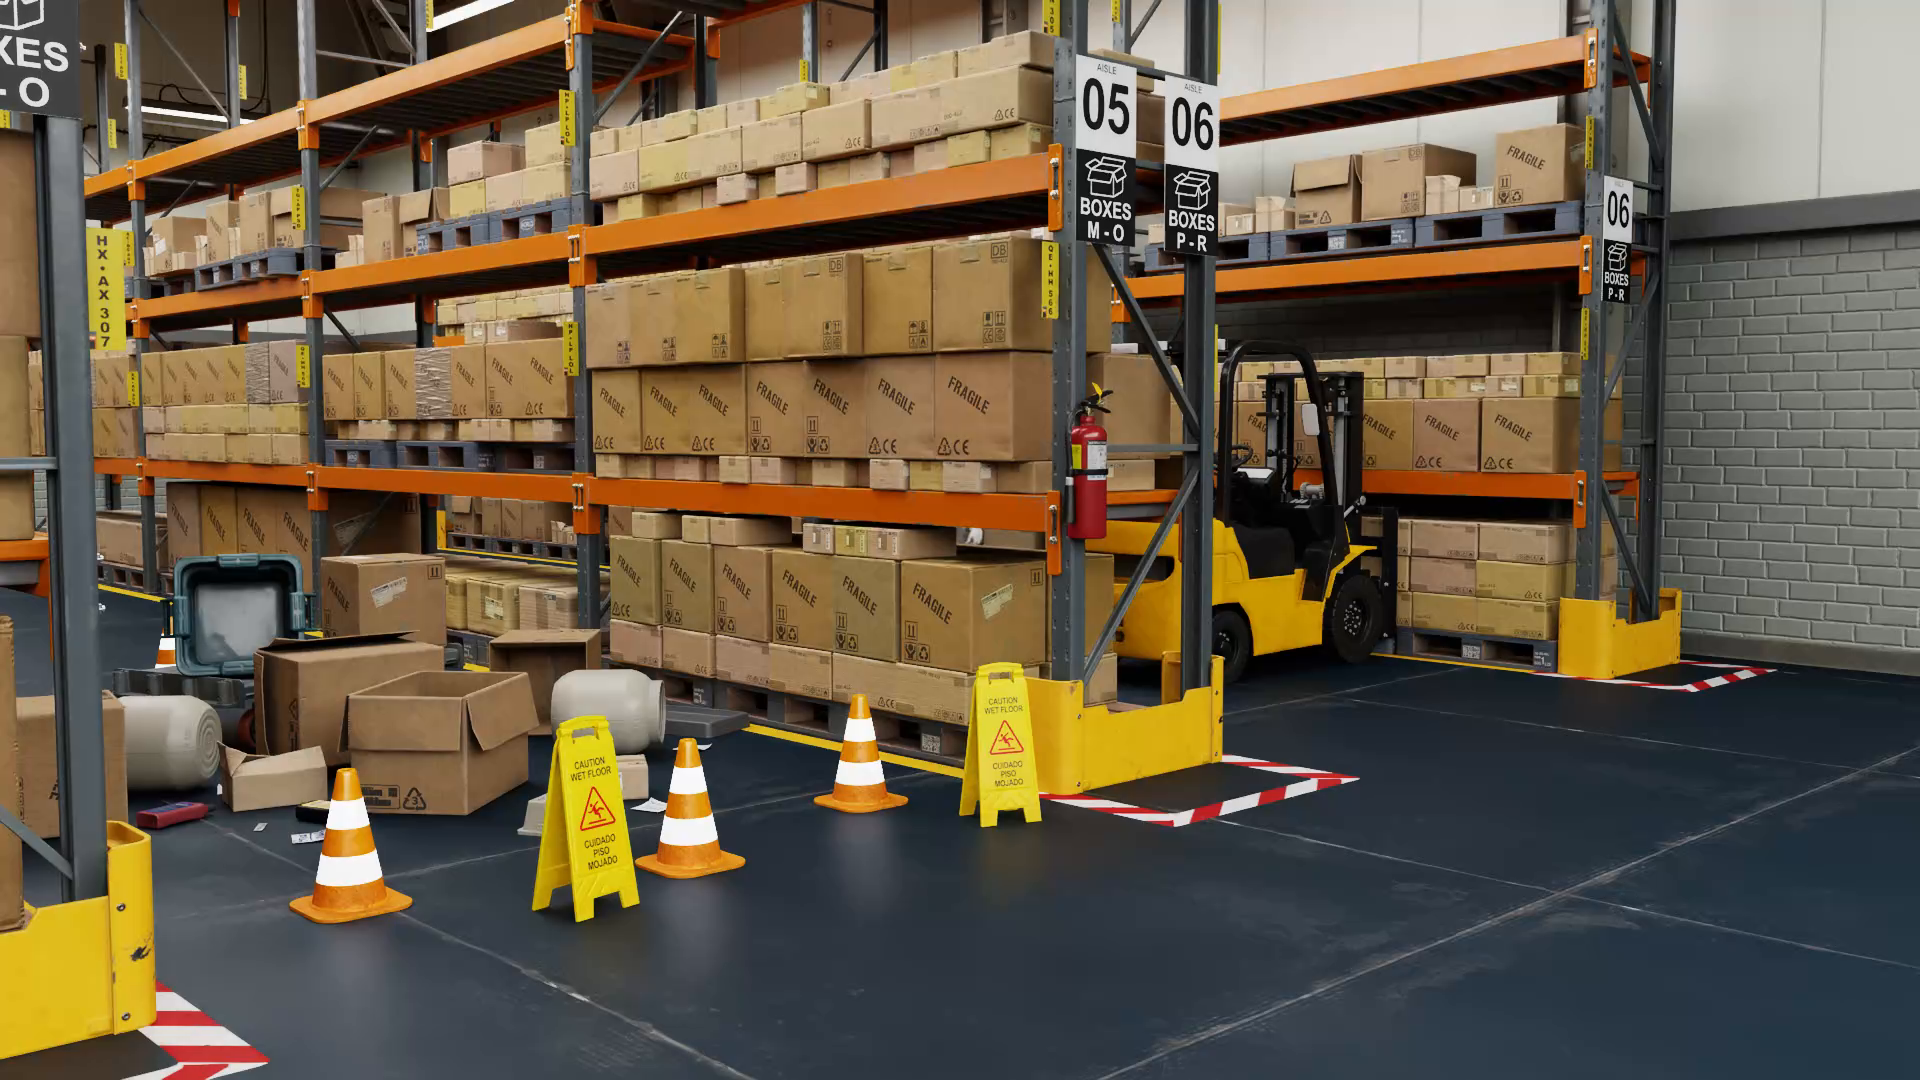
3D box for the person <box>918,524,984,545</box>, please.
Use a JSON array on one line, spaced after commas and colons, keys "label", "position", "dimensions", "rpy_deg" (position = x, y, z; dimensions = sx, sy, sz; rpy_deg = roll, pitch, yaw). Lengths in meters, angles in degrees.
[{"label": "person", "position": [-0.162, -0.062, 11.400], "dimensions": [0.652, 1.777, 0.577], "rpy_deg": [1, 4, 17]}]
